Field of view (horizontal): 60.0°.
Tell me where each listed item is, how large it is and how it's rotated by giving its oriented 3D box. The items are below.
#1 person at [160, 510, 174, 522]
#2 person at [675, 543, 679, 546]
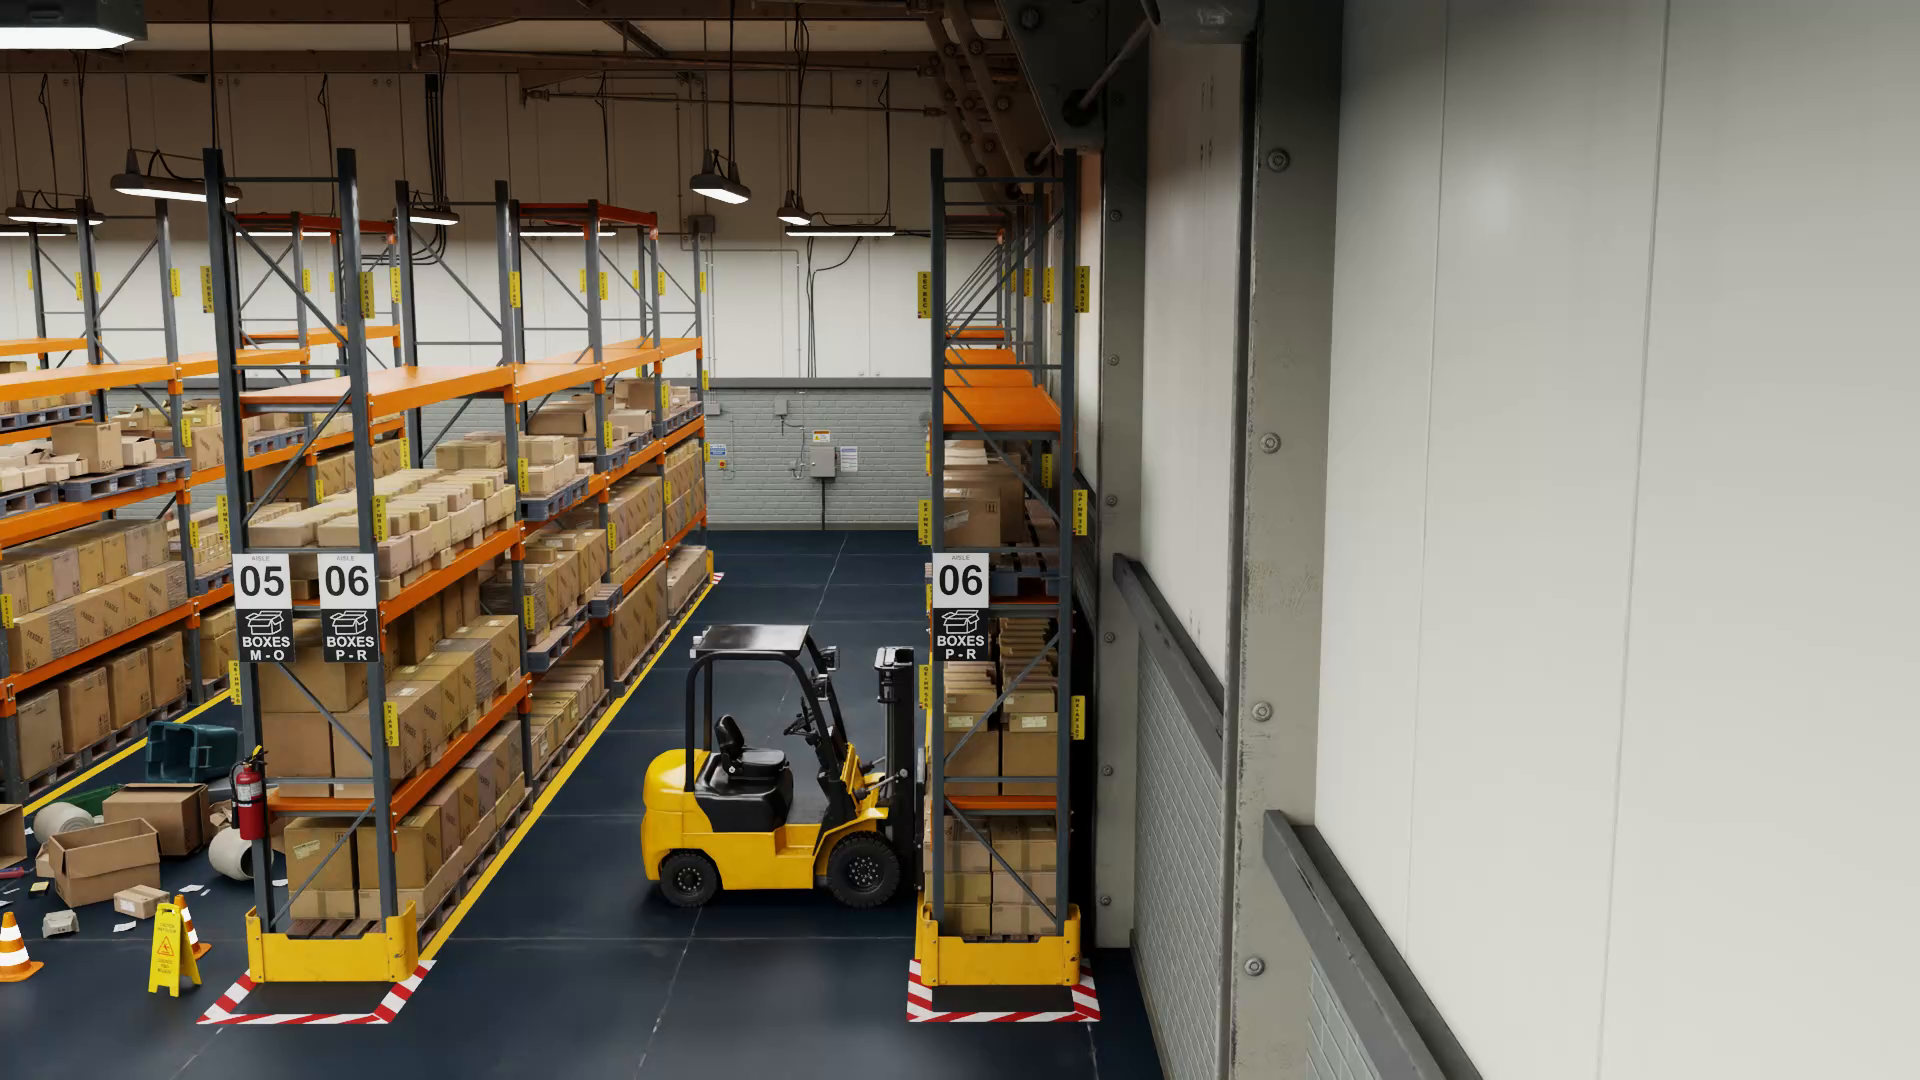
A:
[{"bbox_3d":[-11.351,0.451,24.037,0.679,1.817,0.975,1,9,3],"label":"person"},{"bbox_3d":[-5.276,-0.330,29.278,0.713,1.757,0.661,2,9,14],"label":"person"}]
